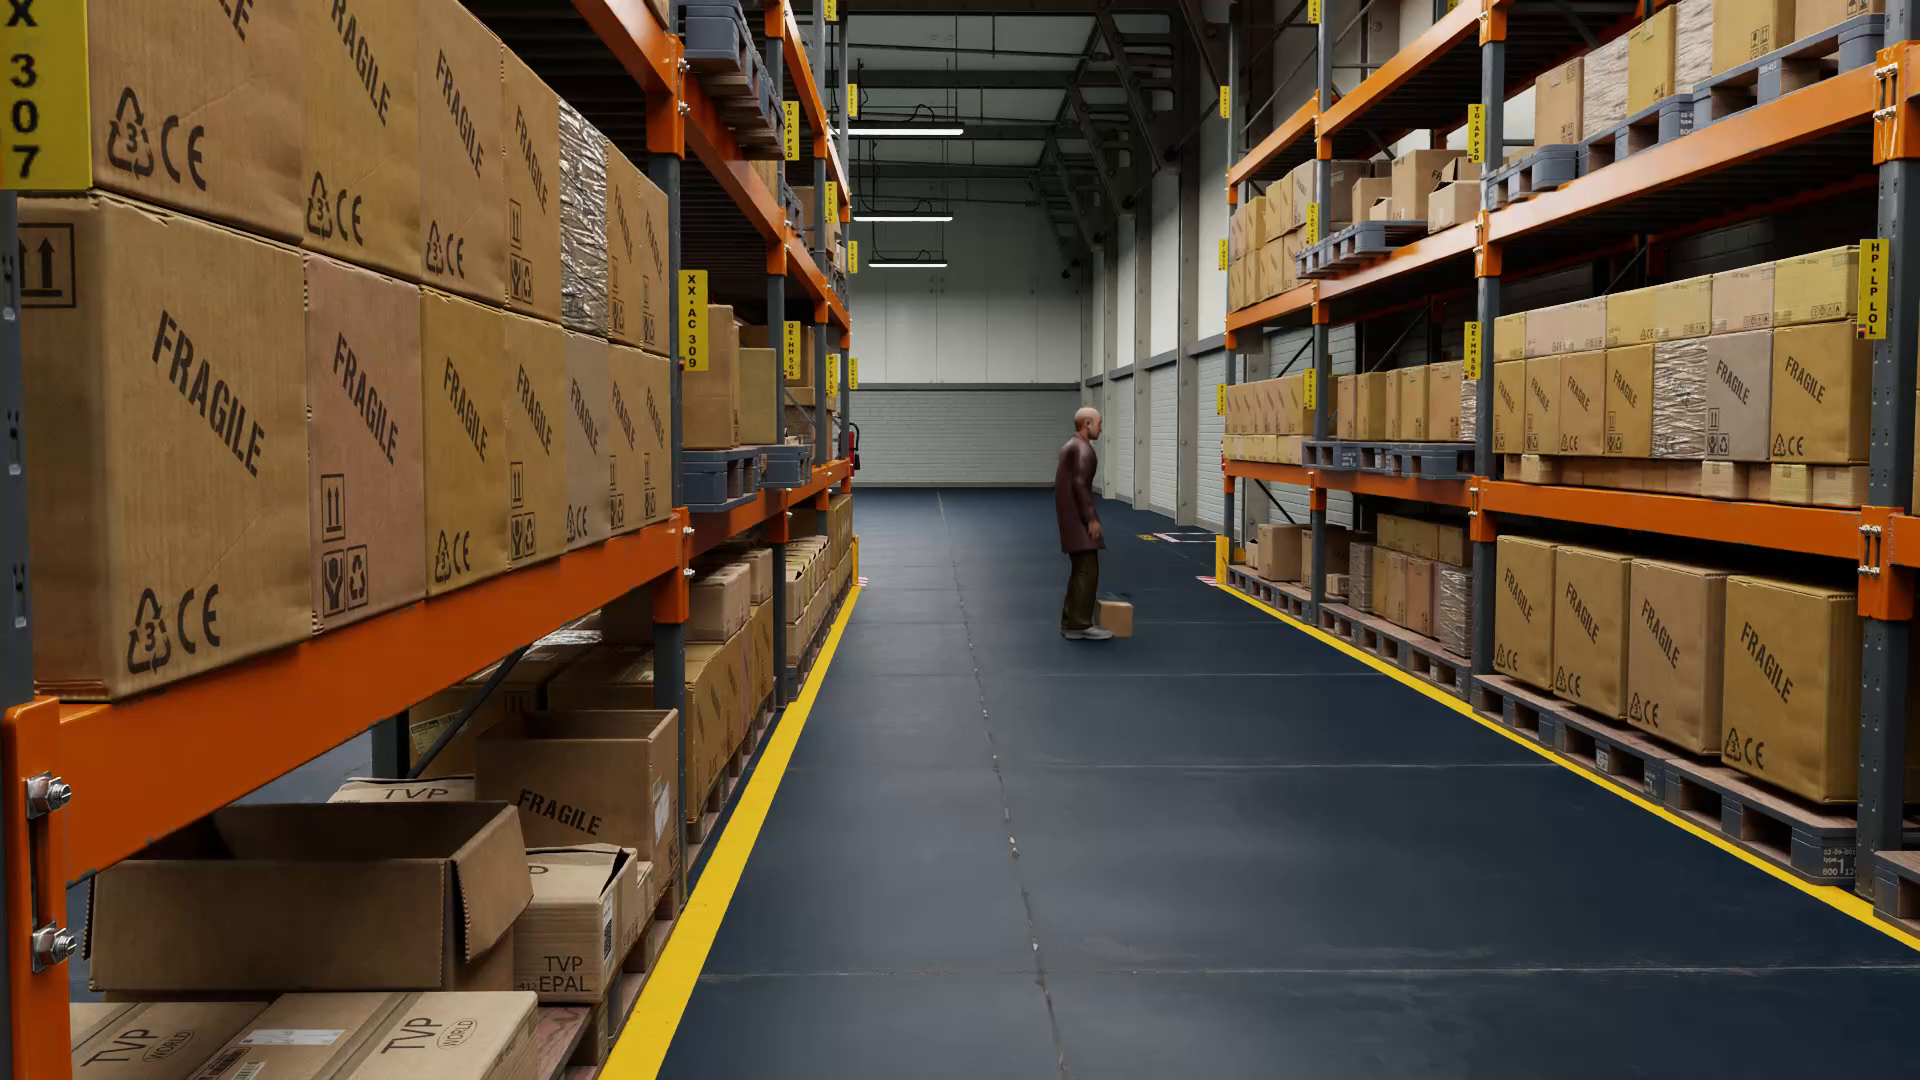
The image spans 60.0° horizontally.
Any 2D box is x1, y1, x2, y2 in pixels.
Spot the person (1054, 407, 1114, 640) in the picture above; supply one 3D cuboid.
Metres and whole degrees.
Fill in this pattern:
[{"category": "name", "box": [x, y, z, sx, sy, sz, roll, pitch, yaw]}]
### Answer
[{"category": "person", "box": [0.946, -0.136, 12.840, 0.426, 1.774, 0.617, 0, 4, -3]}]
